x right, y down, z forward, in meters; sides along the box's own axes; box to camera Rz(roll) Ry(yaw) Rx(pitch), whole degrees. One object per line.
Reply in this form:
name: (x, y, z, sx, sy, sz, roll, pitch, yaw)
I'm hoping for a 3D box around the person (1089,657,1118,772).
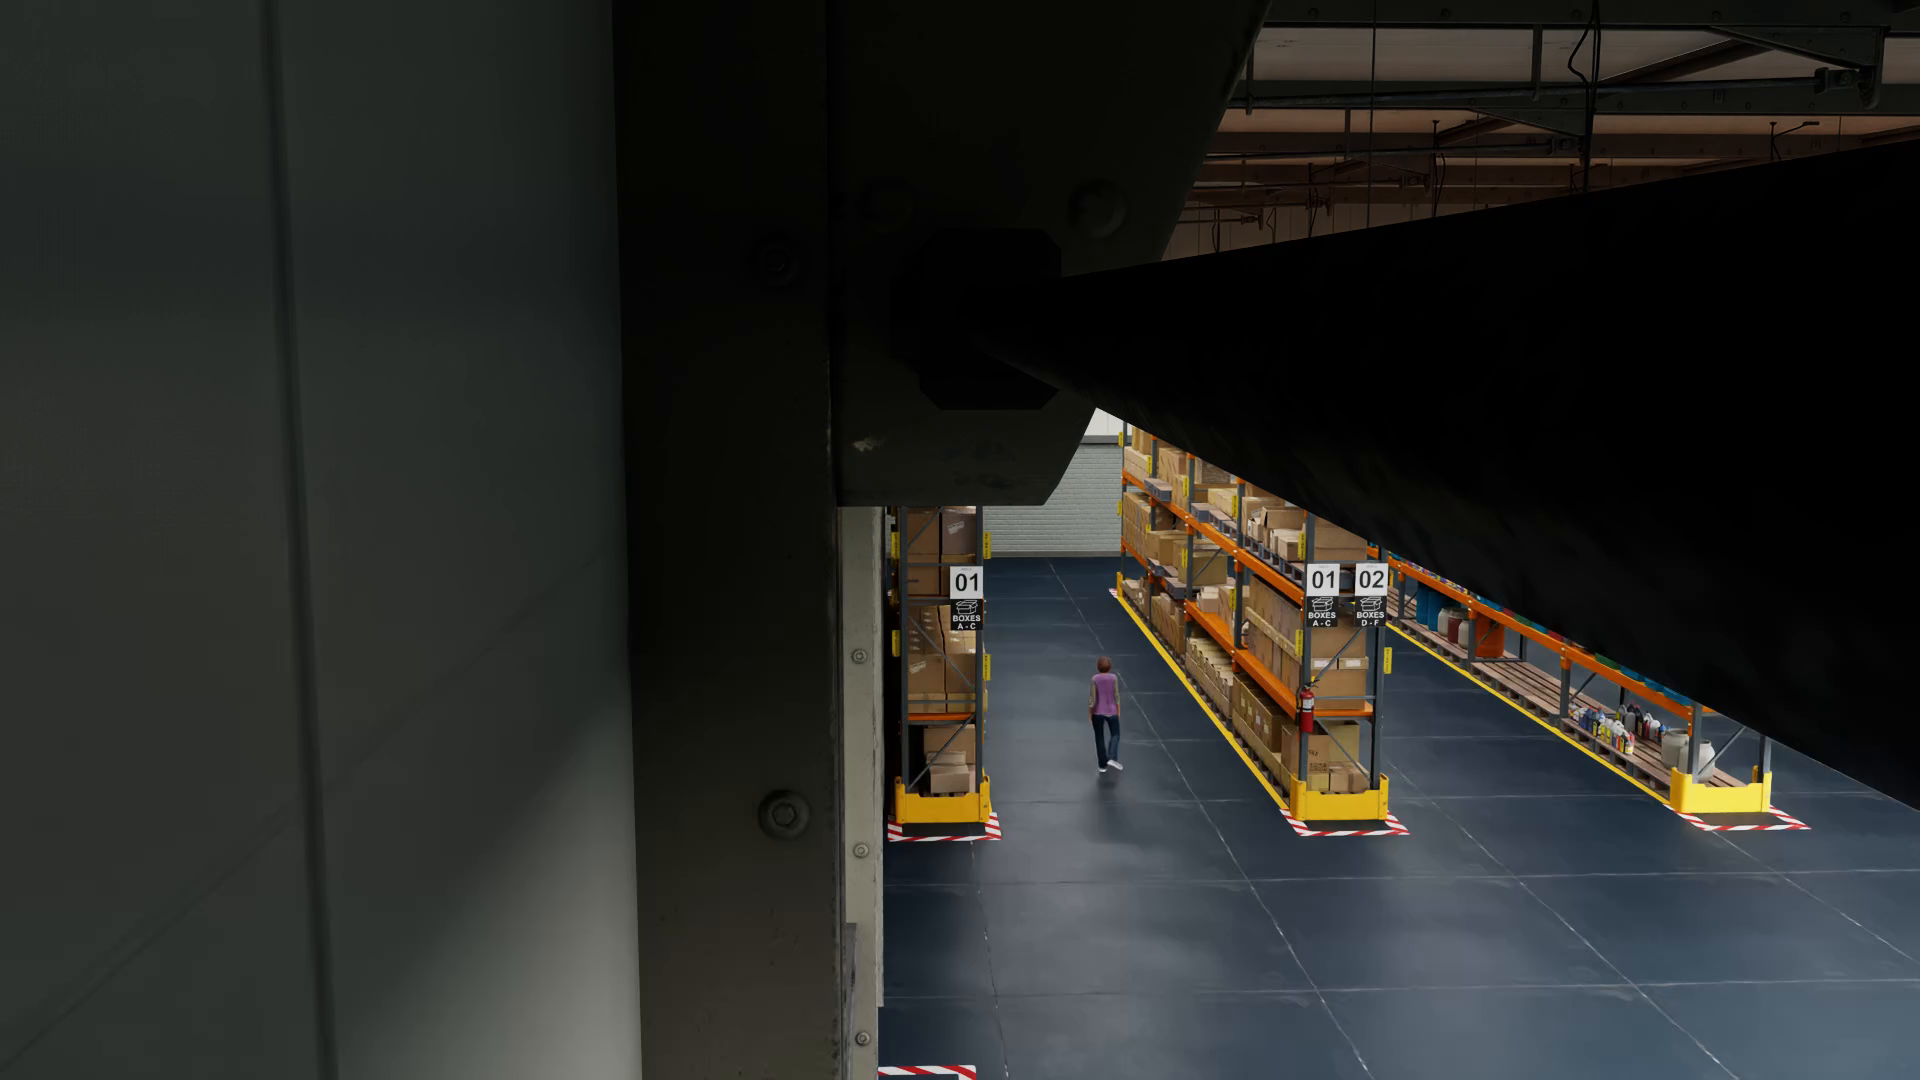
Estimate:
person: (1.961, 2.377, 22.709, 0.379, 1.622, 0.499, 8, 11, 44)
